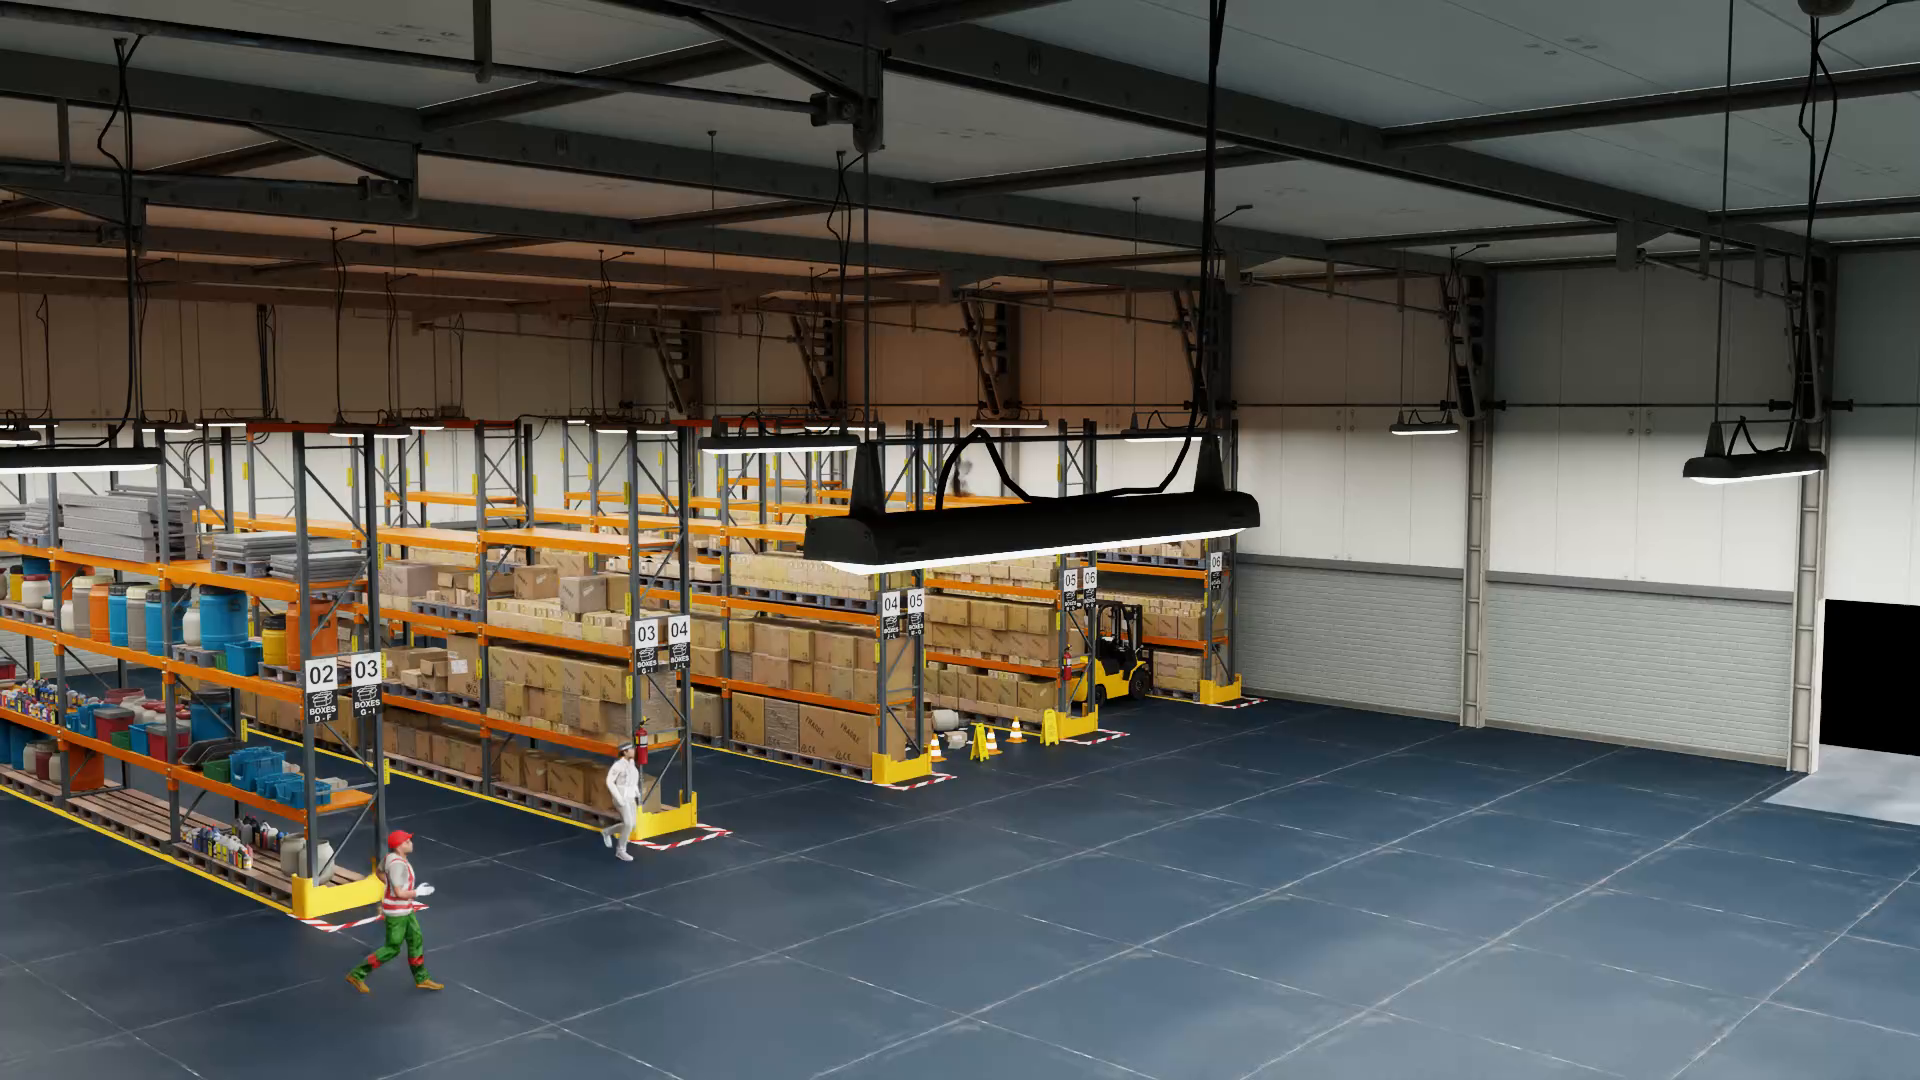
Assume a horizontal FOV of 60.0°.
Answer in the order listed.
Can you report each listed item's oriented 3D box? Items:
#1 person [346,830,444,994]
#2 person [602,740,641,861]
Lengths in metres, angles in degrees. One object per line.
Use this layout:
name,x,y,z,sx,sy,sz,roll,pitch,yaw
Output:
person,-6.051,3.985,17.763,0.991,1.794,0.669,-2,5,-20
person,-4.741,3.622,23.349,0.559,1.640,0.659,2,5,22
